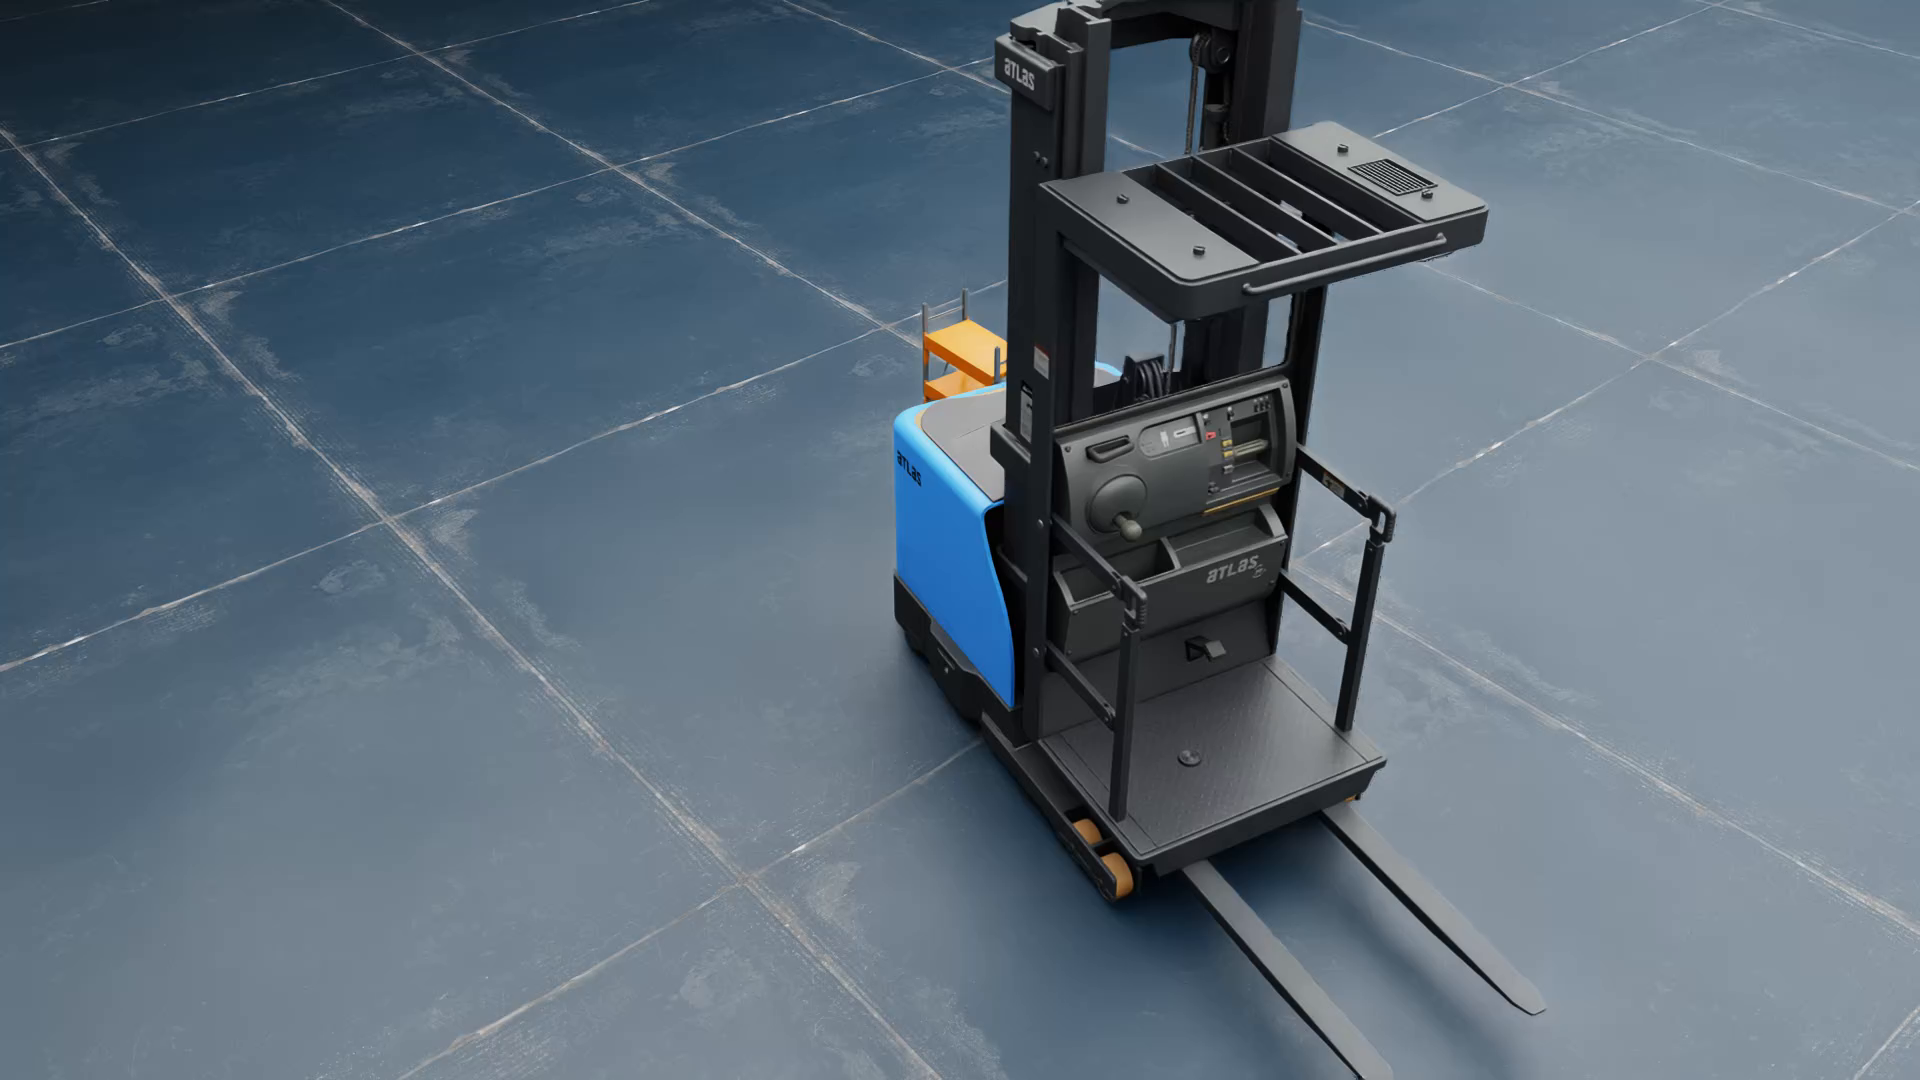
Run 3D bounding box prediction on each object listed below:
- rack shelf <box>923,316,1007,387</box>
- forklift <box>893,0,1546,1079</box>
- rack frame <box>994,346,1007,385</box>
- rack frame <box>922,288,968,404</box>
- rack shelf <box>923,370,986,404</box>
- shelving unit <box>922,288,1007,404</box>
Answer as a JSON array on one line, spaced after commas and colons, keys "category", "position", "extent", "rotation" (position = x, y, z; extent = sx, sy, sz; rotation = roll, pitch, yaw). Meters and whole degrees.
[{"category": "rack shelf", "position": [0.087, -0.768, 7.117], "extent": [0.258, 0.148, 0.480], "rotation": [-25, 42, -30]}, {"category": "forklift", "position": [0.855, -0.212, 5.513], "extent": [1.130, 2.935, 3.031], "rotation": [-17, 39, -23]}, {"category": "rack frame", "position": [0.239, -0.337, 7.188], "extent": [0.240, 1.200, 0.015], "rotation": [-25, 42, -30]}, {"category": "rack frame", "position": [-0.064, -0.558, 7.500], "extent": [0.240, 1.200, 0.015], "rotation": [-25, 42, -30]}, {"category": "rack shelf", "position": [0.087, -0.575, 7.254], "extent": [0.258, 0.148, 0.480], "rotation": [-25, 42, -30]}, {"category": "shelving unit", "position": [0.087, -0.448, 7.344], "extent": [0.258, 1.200, 0.503], "rotation": [-25, 42, -30]}]
